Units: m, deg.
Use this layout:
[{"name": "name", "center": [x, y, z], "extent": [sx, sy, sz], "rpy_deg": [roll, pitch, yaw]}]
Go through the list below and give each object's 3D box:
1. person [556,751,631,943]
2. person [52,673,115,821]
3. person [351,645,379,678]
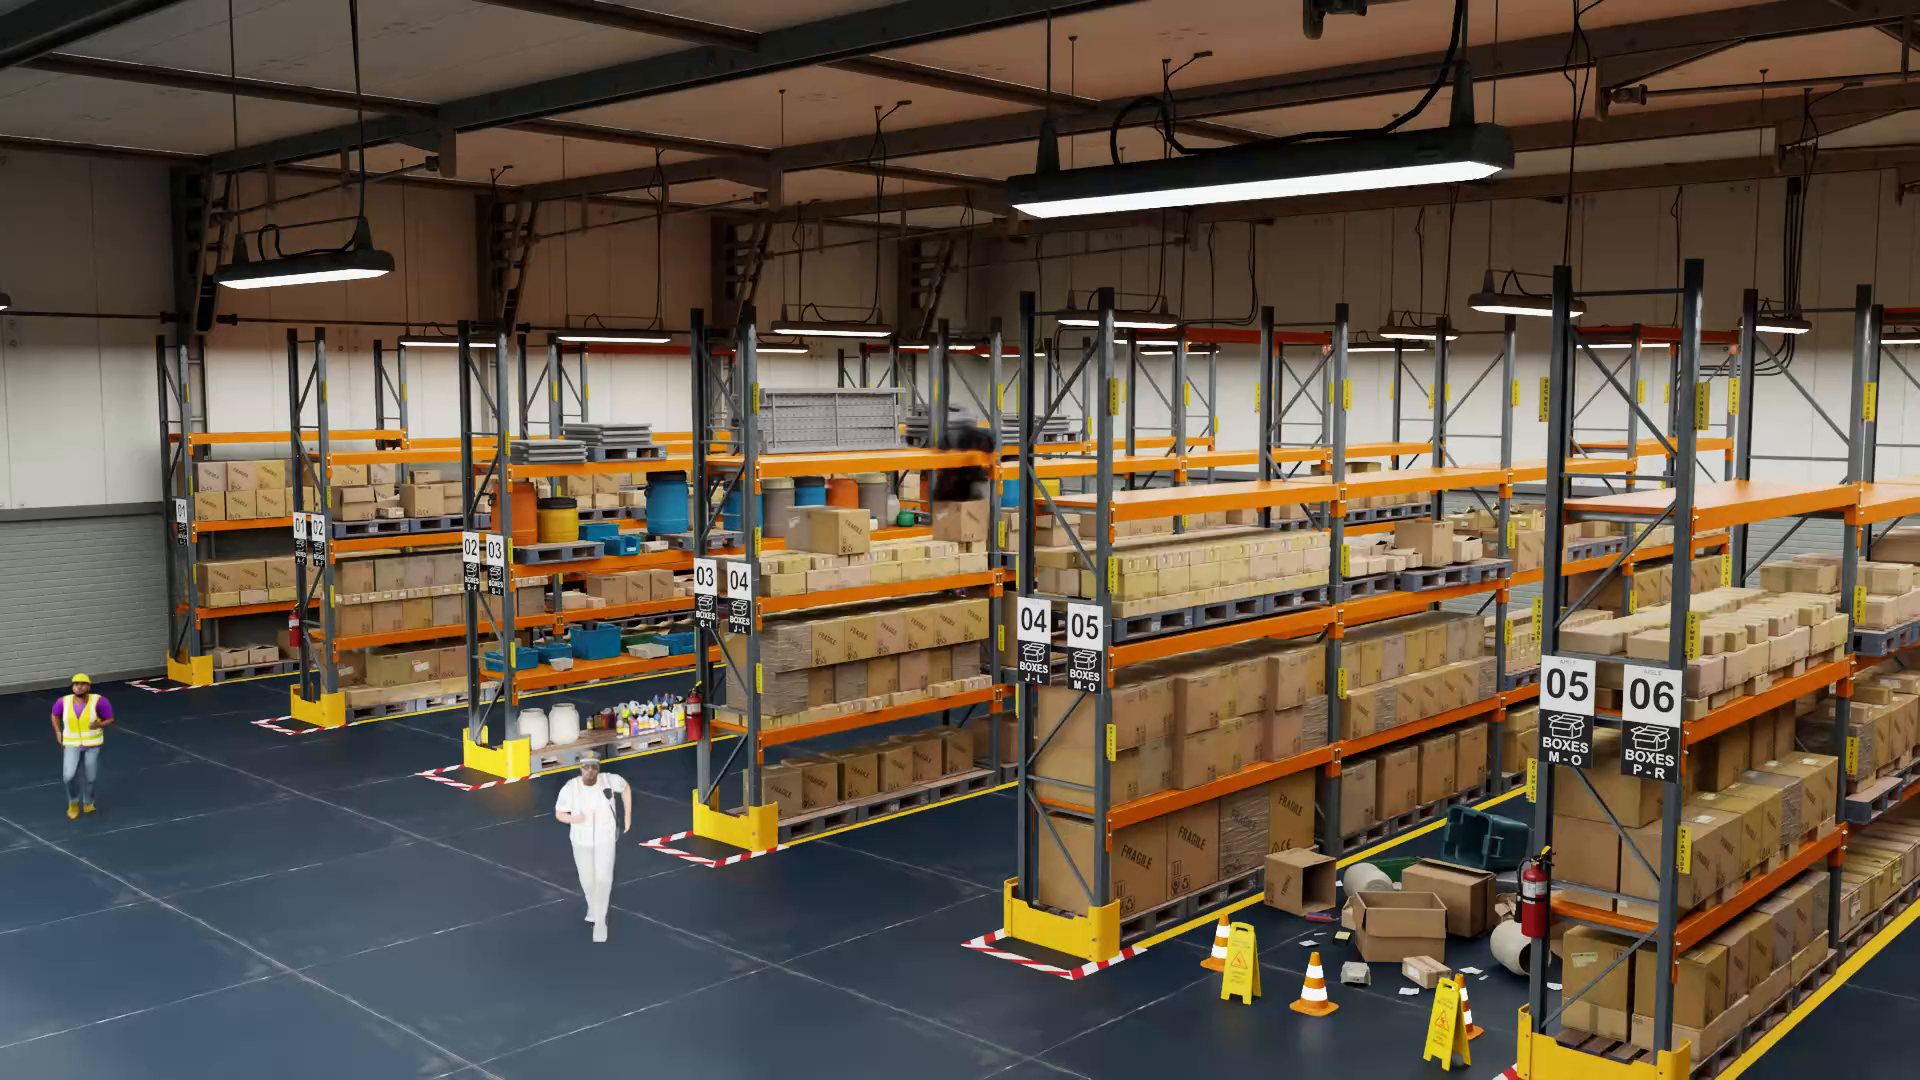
[{"name": "person", "center": [-3.432, 2.834, 15.610], "extent": [0.688, 1.819, 0.864], "rpy_deg": [-1, 5, -11]}, {"name": "person", "center": [-10.410, 2.445, 19.746], "extent": [0.689, 1.752, 0.685], "rpy_deg": [-2, 6, -22]}, {"name": "person", "center": [-10.071, 1.703, 28.143], "extent": [0.583, 1.628, 0.629], "rpy_deg": [1, 6, 15]}]
